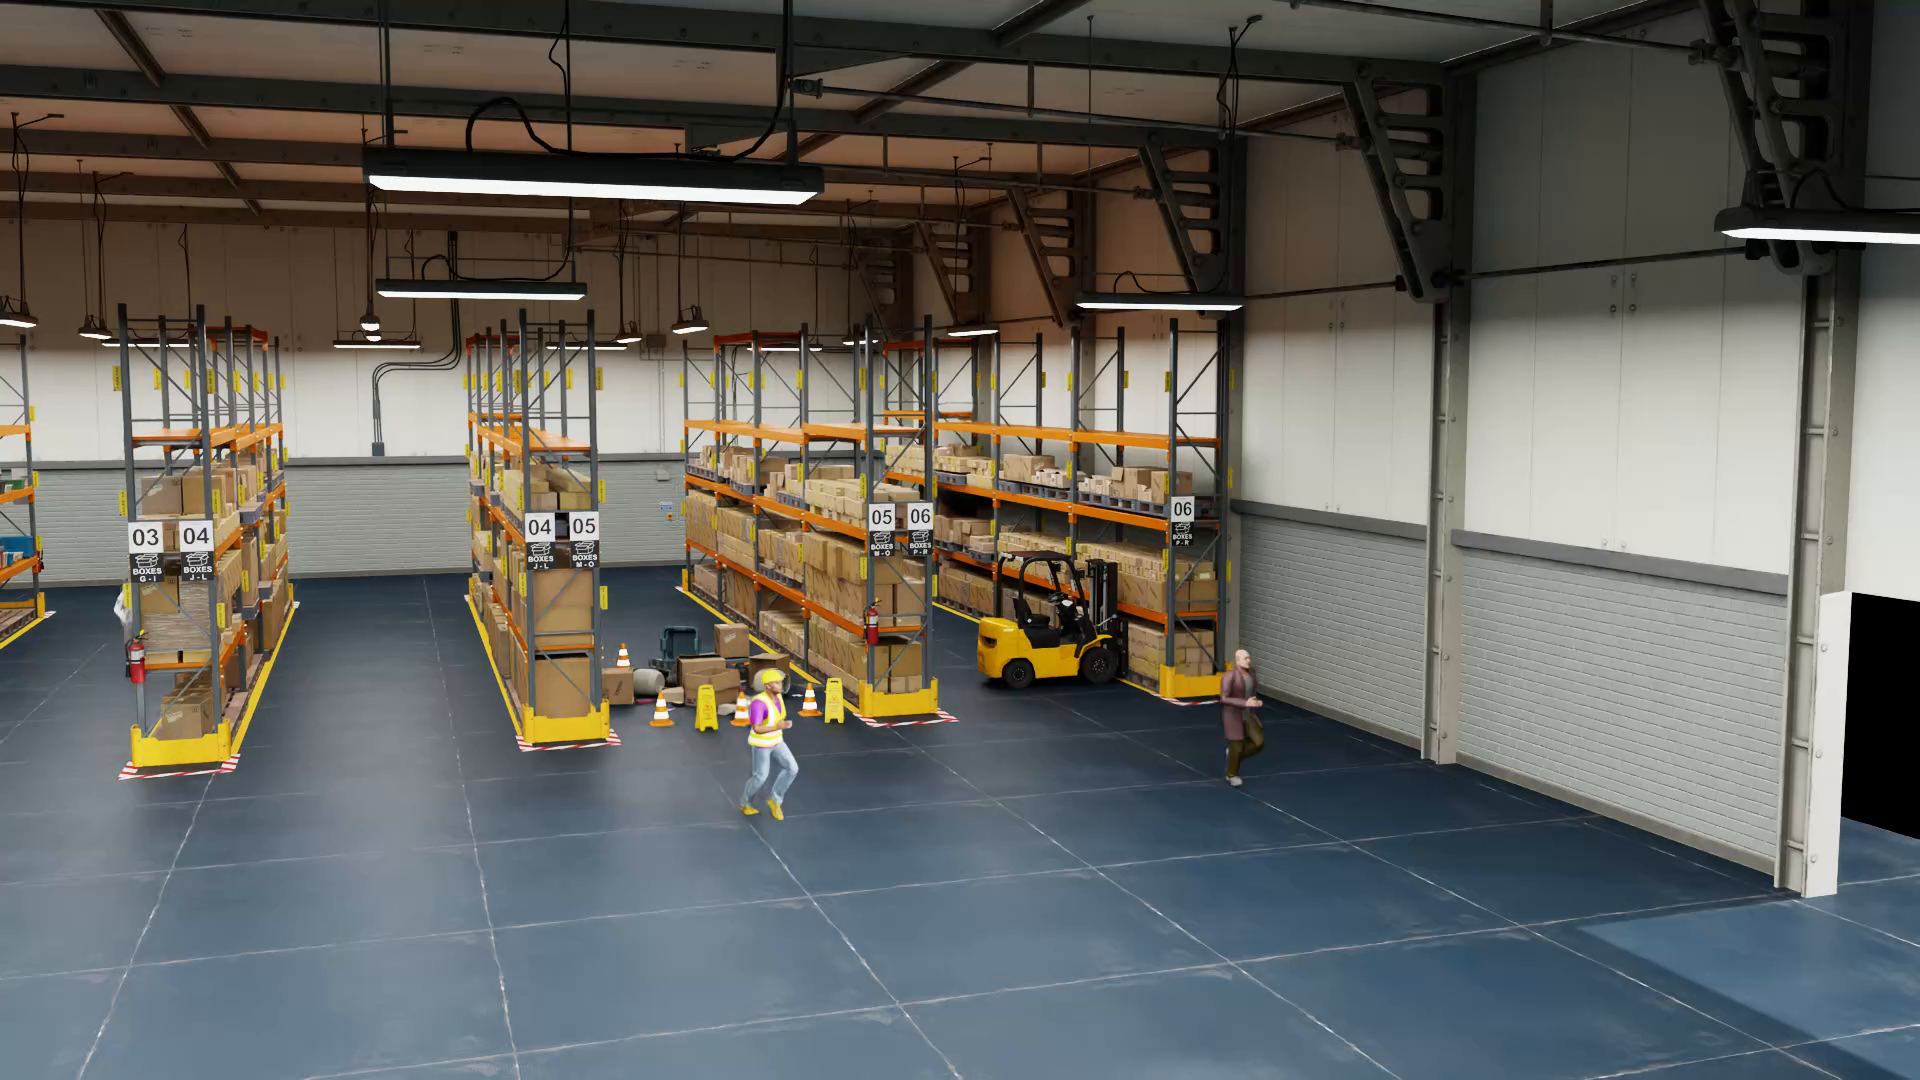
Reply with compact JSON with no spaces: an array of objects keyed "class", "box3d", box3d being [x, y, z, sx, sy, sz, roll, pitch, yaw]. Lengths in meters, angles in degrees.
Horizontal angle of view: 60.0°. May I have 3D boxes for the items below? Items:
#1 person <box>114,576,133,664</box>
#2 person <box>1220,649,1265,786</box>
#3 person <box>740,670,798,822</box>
[{"class":"person","box3d":[-14.374,1.435,28.948,0.601,1.652,0.543,-3,6,-30]},{"class":"person","box3d":[3.499,2.197,20.488,0.761,1.728,0.723,-4,7,-33]},{"class":"person","box3d":[-2.185,2.335,18.932,0.809,1.757,0.730,3,6,28]}]
